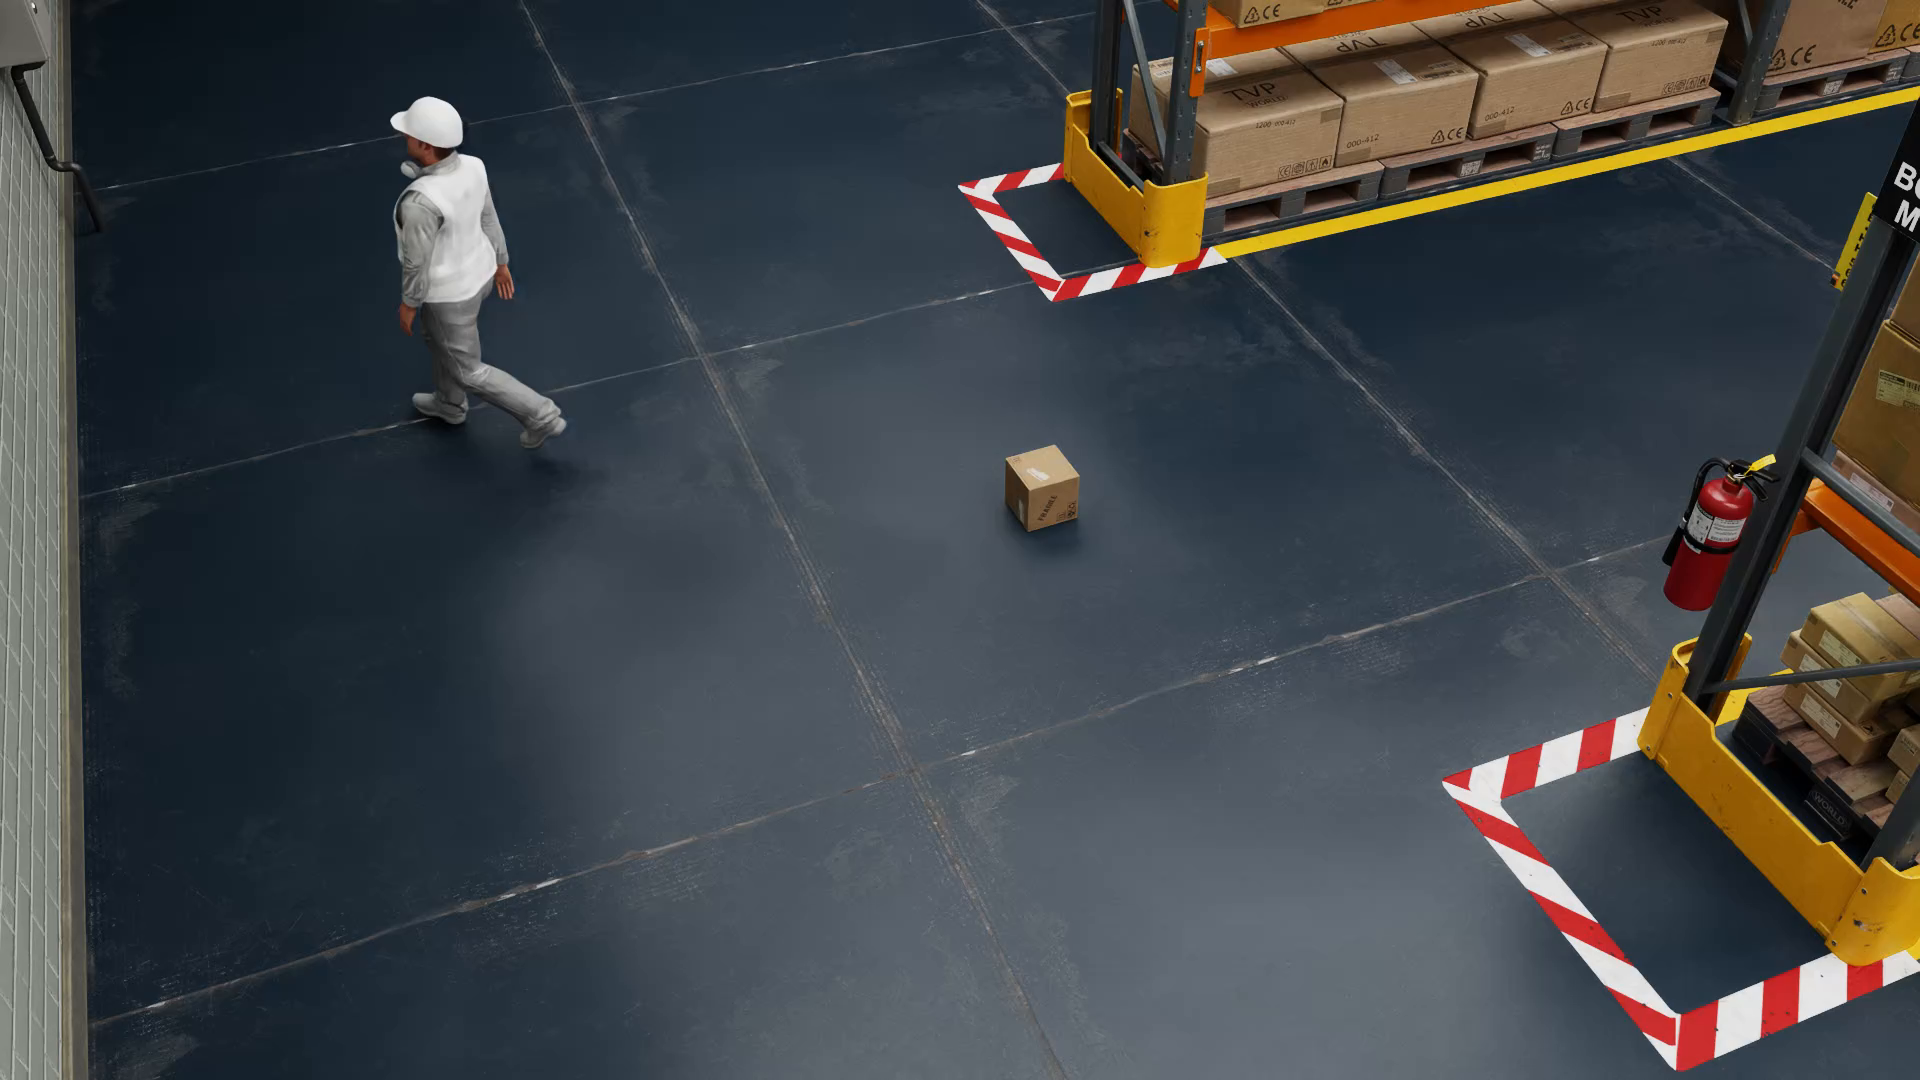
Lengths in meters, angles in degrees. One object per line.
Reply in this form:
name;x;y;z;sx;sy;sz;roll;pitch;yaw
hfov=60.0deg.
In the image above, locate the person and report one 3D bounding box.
person;-2.258;-1.158;7.452;0.934;1.734;0.543;10;42;11
